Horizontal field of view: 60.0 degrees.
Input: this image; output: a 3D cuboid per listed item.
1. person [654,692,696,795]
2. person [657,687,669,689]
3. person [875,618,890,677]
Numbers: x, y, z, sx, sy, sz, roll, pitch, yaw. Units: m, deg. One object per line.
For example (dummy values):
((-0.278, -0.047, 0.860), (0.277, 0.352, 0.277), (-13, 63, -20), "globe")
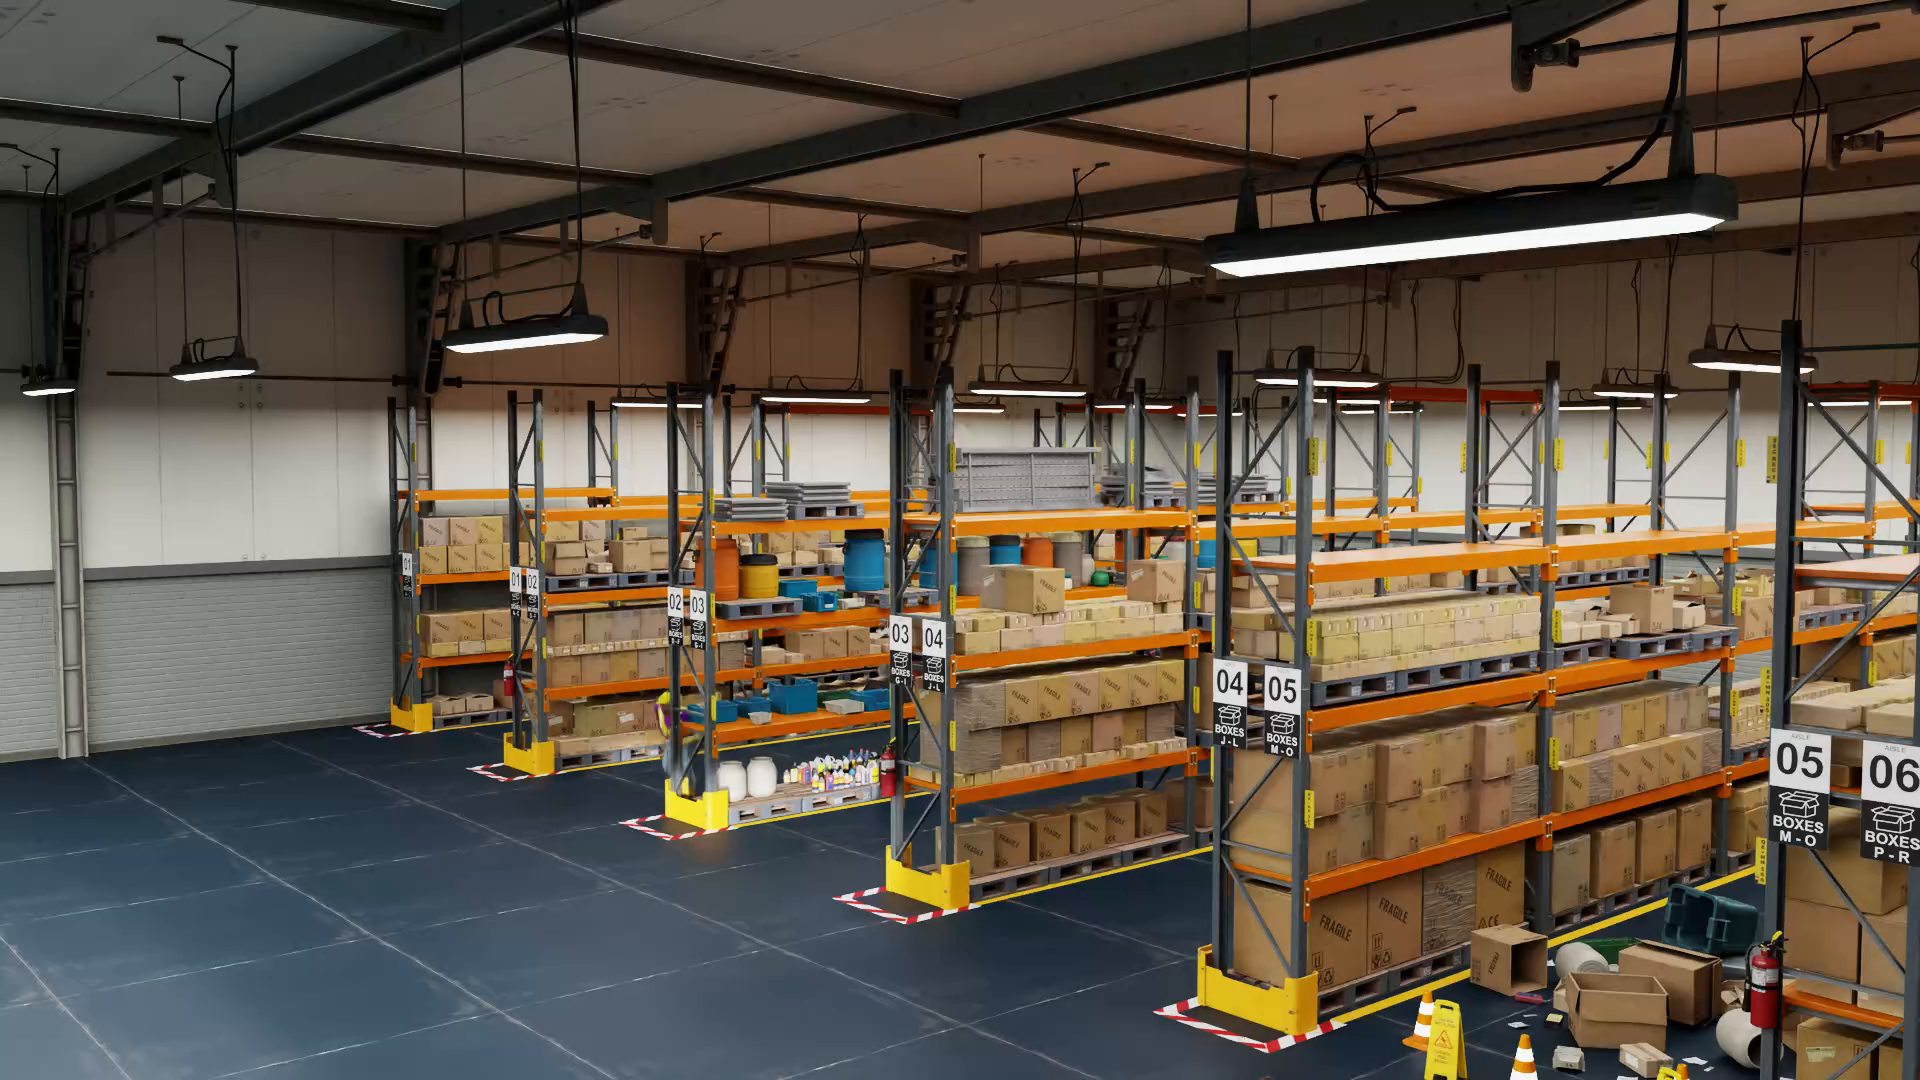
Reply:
((-4.151, 2.956, 24.117), (0.740, 1.578, 0.894), (1, 4, 23), "person")
((-5.202, 2.556, 29.791), (1.188, 1.778, 0.712), (-3, 5, -42), "person")
((-1.583, 2.364, 33.869), (0.602, 1.669, 0.535), (3, 4, 38), "person")
